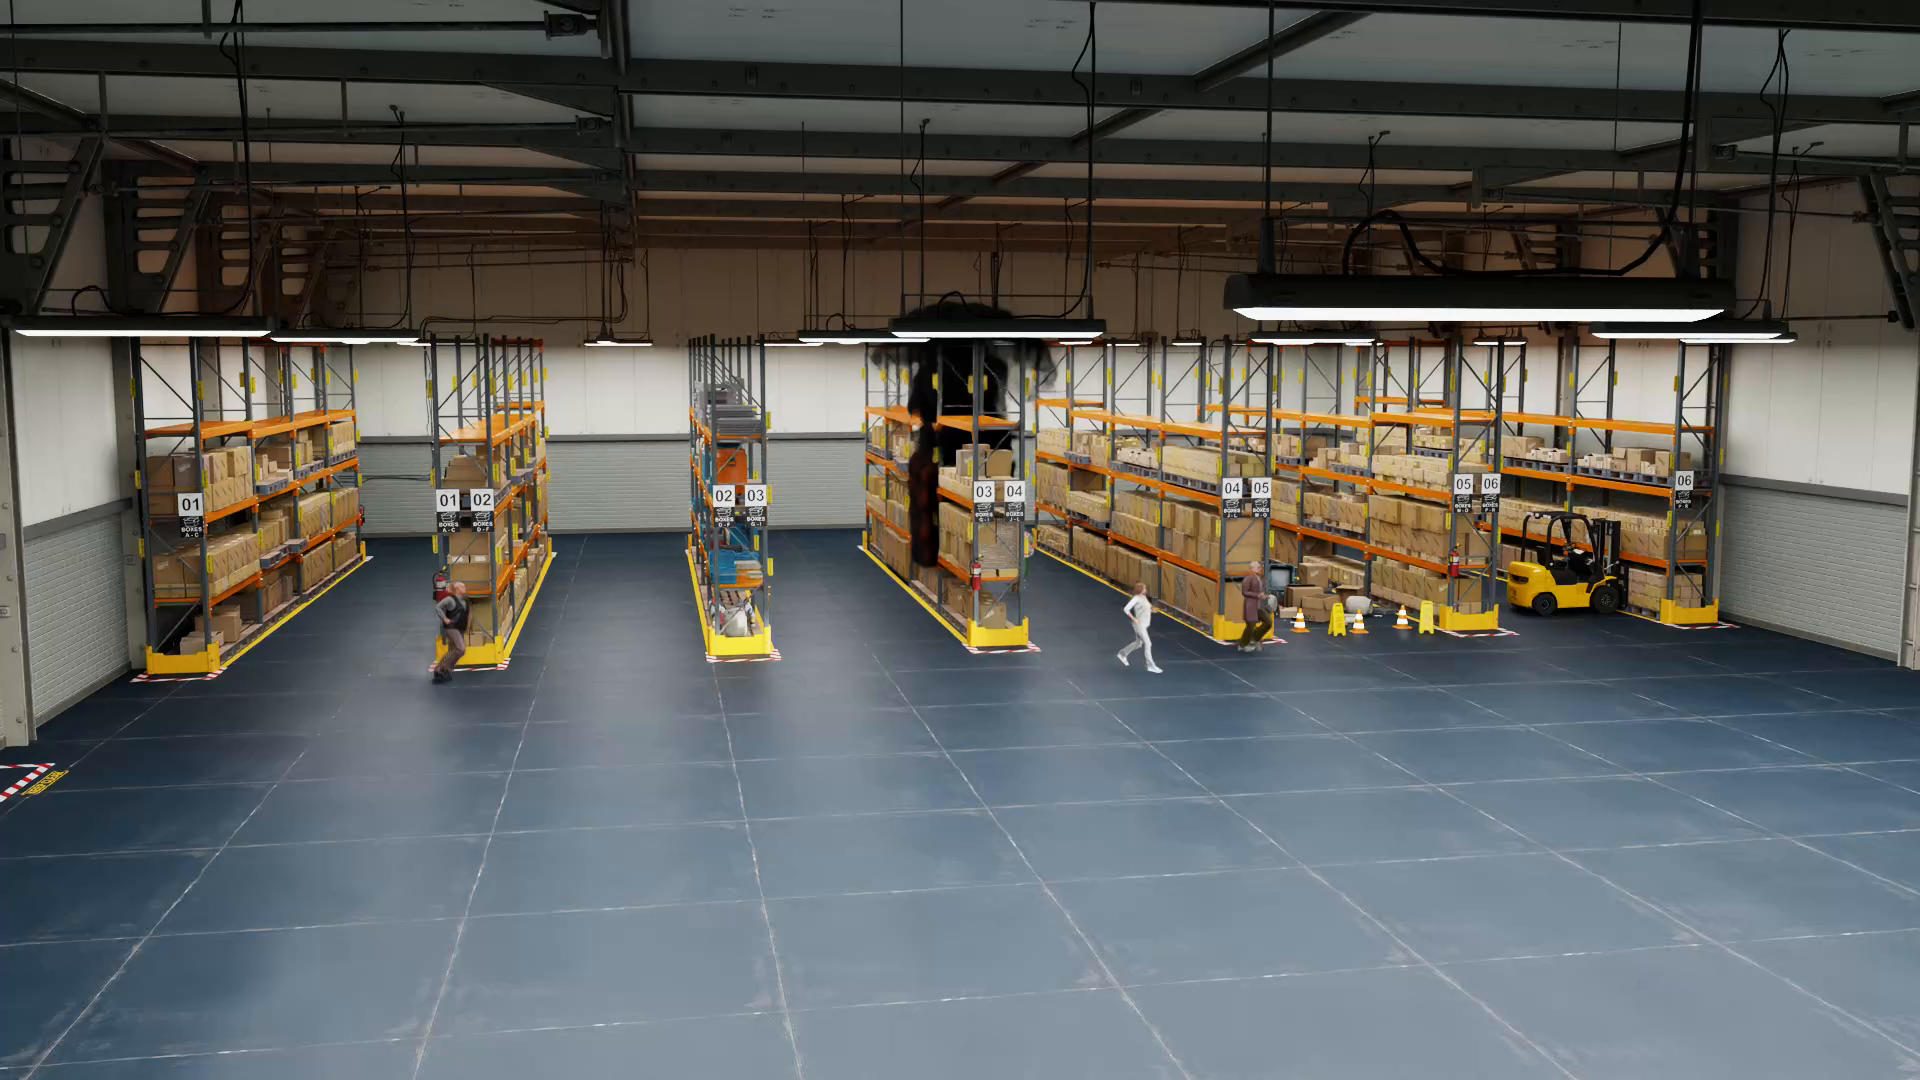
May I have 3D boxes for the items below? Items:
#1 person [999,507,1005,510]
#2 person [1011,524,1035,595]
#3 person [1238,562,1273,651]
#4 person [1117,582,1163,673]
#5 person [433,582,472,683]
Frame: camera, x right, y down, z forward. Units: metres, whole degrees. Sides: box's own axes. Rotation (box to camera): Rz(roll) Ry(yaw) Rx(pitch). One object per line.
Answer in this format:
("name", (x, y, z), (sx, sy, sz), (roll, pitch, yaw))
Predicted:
("person", (1.058, -0.664, 48.342), (0.749, 1.772, 0.740), (4, 8, 34))
("person", (1.440, 0.411, 38.797), (0.668, 1.749, 0.583), (-2, 7, -15))
("person", (5.564, 1.261, 31.337), (0.713, 1.721, 0.742), (-6, 9, -43))
("person", (3.192, 1.546, 29.517), (0.895, 1.559, 0.537), (3, 7, 26))
("person", (-8.781, 1.583, 28.896), (0.664, 1.694, 0.706), (2, 7, 17))
